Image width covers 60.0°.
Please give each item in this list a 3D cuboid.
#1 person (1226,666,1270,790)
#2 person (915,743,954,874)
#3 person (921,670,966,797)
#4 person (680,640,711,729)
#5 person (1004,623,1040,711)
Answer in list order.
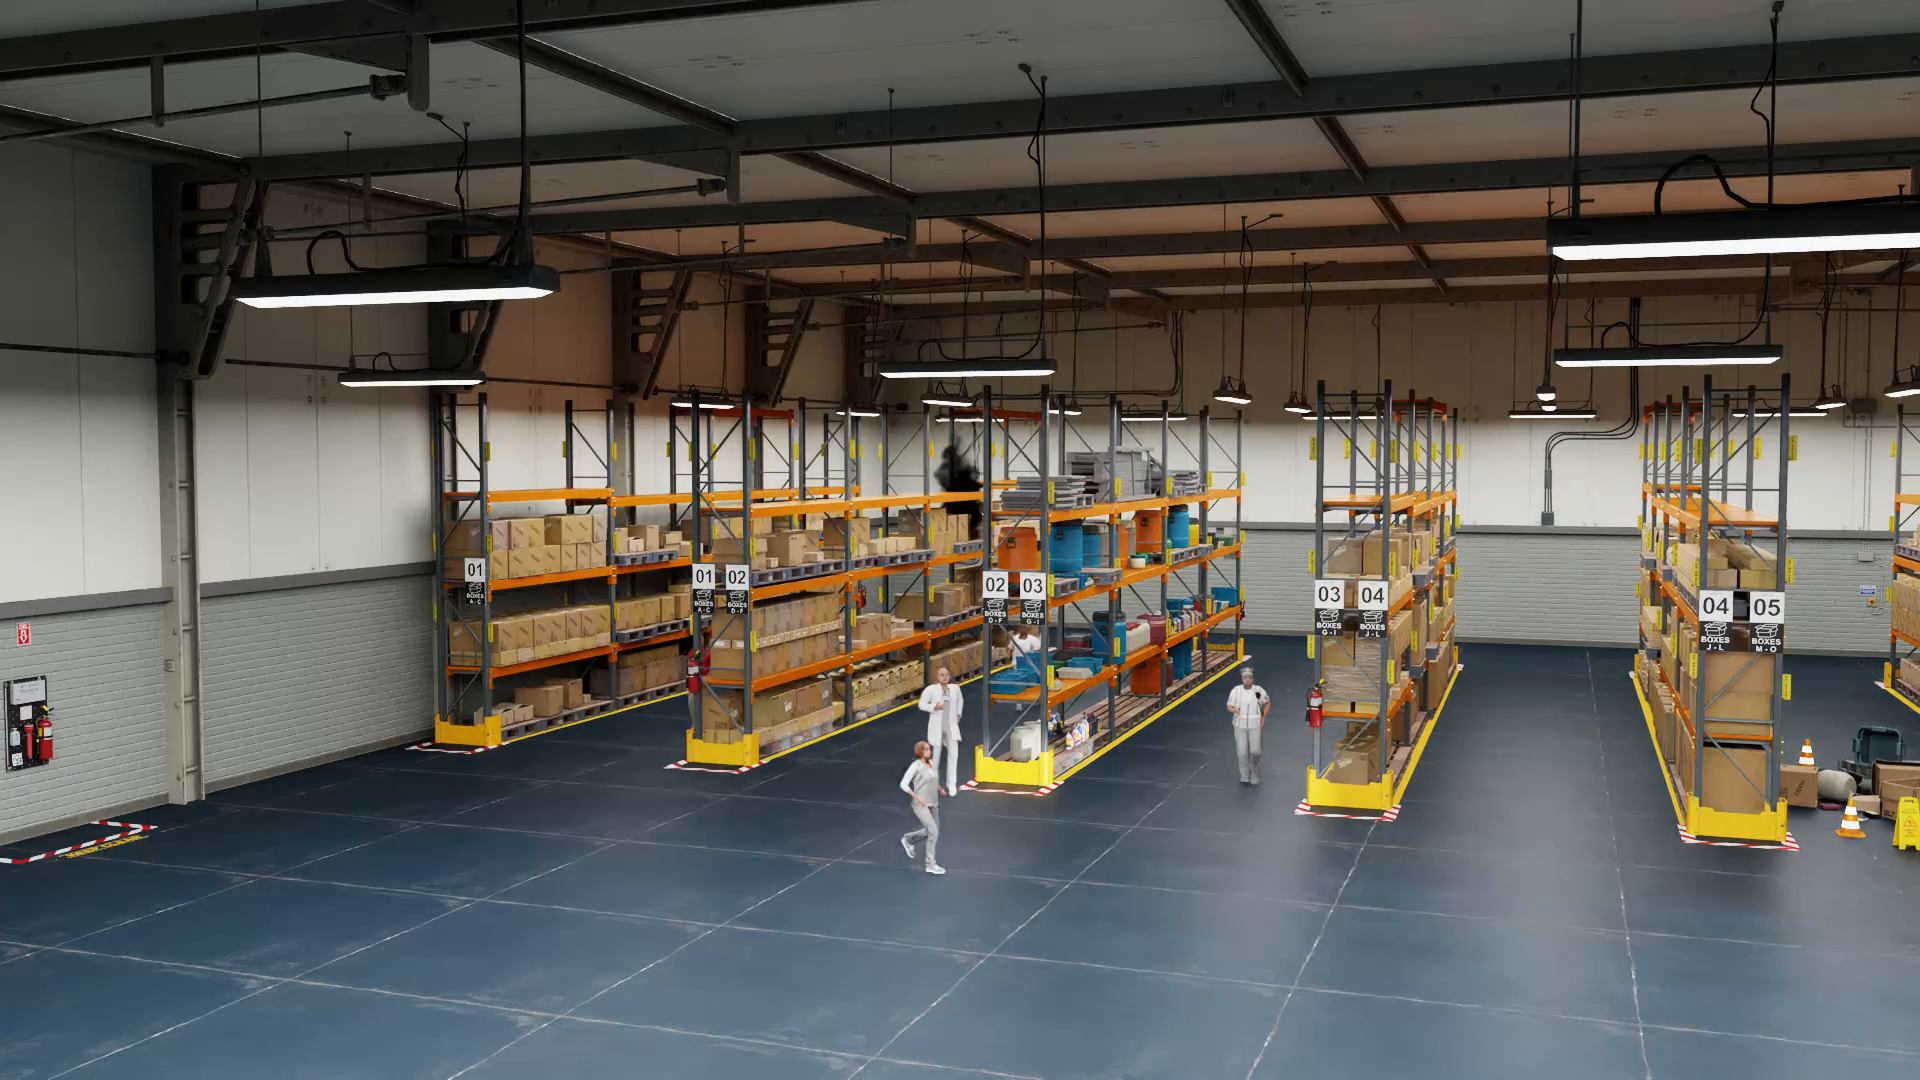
[{"bbox_3d":[4.295,2.803,24.823,0.640,1.850,0.738,1,3,10],"label":"person"},{"bbox_3d":[-0.313,3.175,19.698,0.559,1.551,0.532,2,4,36],"label":"person"},{"bbox_3d":[-0.208,2.797,24.352,0.724,1.798,0.956,-1,3,-14],"label":"person"},{"bbox_3d":[-4.680,2.582,29.766,0.696,1.685,0.620,1,3,12],"label":"person"},{"bbox_3d":[1.172,2.438,31.999,0.697,1.719,0.605,1,3,17],"label":"person"}]
